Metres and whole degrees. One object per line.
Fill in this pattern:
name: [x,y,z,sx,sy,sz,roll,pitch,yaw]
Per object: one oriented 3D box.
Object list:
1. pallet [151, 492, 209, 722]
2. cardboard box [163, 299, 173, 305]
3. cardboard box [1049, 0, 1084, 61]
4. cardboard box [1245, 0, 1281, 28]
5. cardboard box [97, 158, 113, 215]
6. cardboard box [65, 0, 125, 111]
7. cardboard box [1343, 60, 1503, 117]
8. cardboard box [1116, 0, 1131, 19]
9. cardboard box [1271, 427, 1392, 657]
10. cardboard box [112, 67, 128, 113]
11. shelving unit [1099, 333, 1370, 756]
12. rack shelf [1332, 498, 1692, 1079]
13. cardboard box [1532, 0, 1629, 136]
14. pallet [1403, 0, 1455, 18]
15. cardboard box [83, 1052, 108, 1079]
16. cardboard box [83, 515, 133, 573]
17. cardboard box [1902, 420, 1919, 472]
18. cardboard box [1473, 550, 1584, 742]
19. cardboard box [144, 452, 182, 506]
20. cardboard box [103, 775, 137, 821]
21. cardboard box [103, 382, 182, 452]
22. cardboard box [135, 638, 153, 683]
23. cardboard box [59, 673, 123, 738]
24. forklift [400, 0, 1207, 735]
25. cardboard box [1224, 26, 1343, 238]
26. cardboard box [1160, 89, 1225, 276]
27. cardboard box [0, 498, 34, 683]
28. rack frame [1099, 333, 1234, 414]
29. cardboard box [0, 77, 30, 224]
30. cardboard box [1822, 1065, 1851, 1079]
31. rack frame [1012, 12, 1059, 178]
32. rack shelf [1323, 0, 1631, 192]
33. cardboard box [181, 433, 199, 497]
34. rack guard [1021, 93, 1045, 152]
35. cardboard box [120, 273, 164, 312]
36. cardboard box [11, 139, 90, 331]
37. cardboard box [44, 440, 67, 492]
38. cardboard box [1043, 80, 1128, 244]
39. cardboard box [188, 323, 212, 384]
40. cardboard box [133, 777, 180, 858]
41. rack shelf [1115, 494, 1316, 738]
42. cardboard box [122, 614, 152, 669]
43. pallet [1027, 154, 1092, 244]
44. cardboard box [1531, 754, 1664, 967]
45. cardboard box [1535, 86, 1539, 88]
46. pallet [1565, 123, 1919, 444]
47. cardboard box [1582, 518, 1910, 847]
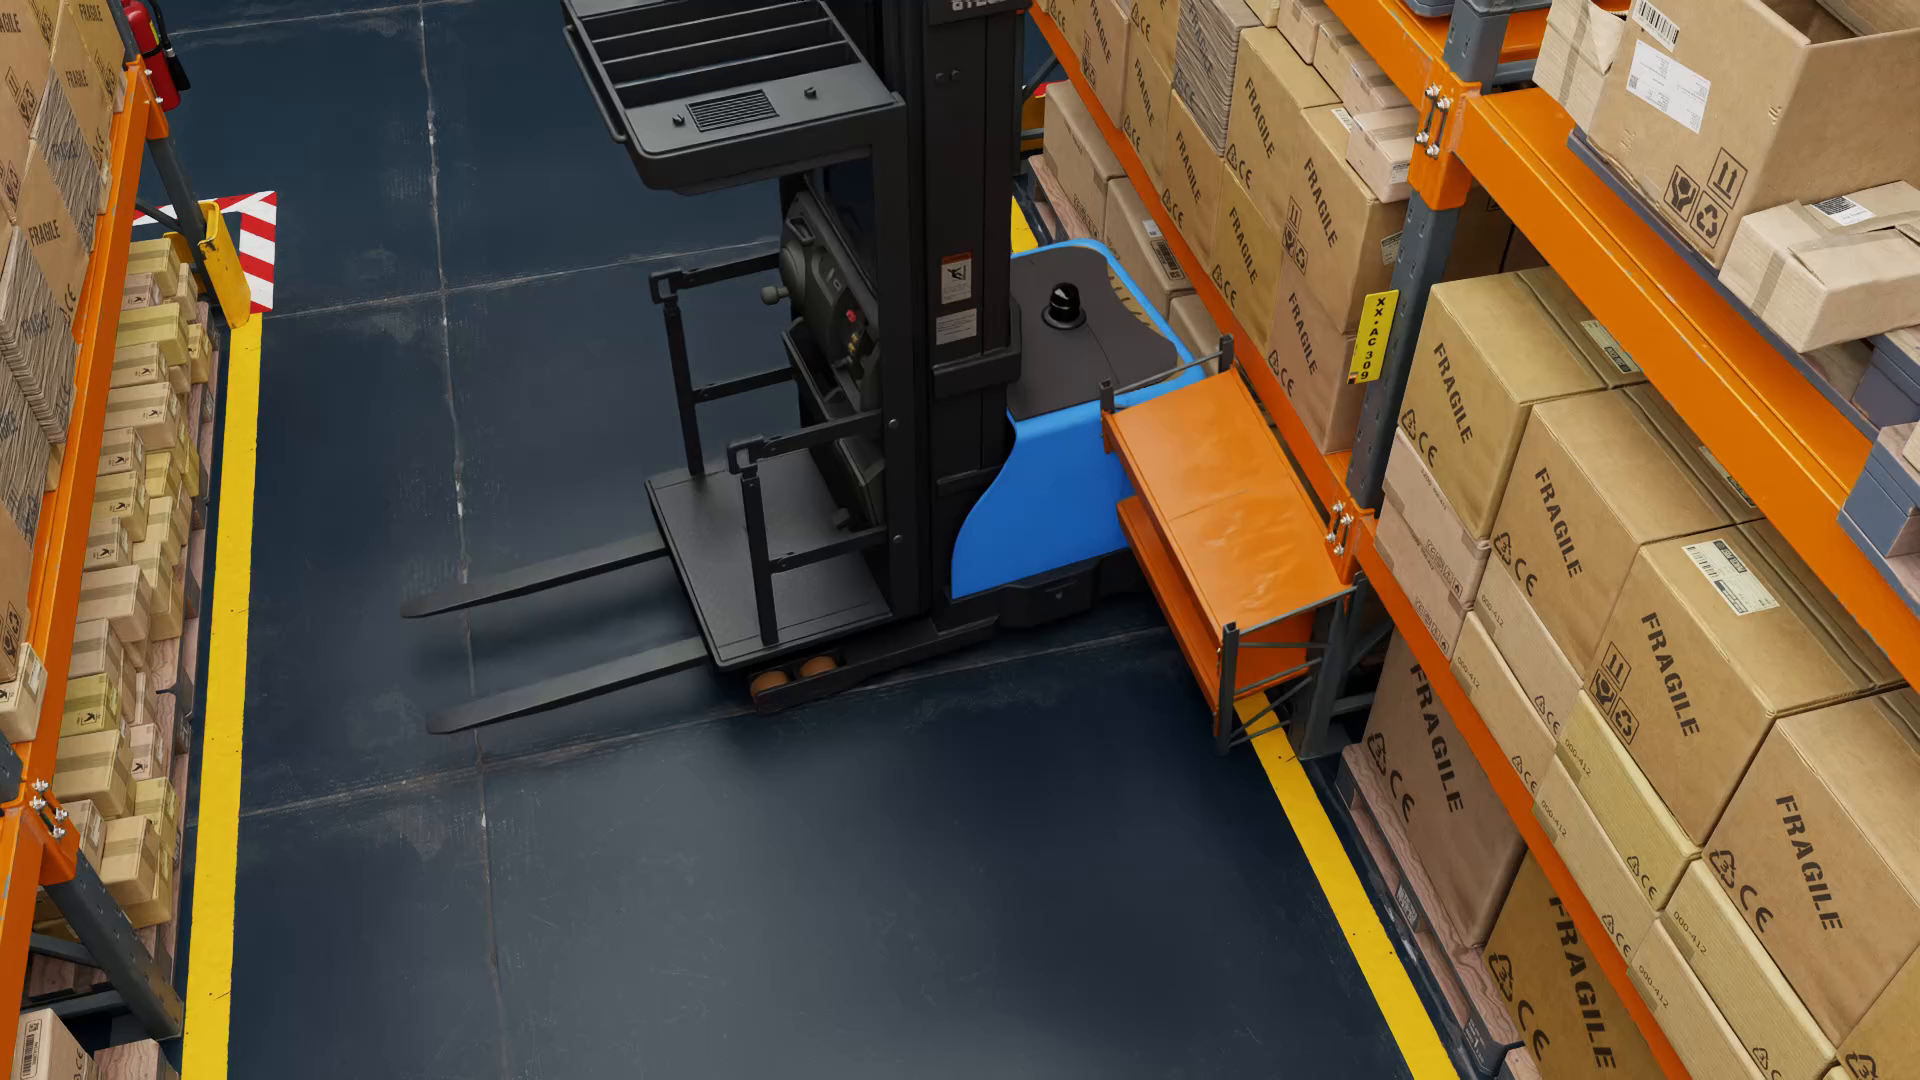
pallet: [-3.552,0.294,6.565,1.003,0.211,1.213,-11,47,-10]
cardboard box: [-3.628,-0.893,7.270,0.380,0.149,0.250,-12,47,-11]
cardboard box: [0.707,-2.424,7.206,0.500,0.500,0.500,-11,47,-11]
cardboard box: [1.145,-1.836,5.475,0.380,0.149,0.250,-11,47,-11]
cardboard box: [-3.503,-1.360,6.409,0.380,0.149,0.250,-10,46,-9]
cardboard box: [-3.690,-2.018,6.600,0.500,0.500,0.500,-10,46,-9]
cardboard box: [1.381,-1.324,4.974,0.380,0.149,0.250,-10,46,-9]
cardboard box: [0.832,-2.409,6.492,0.500,0.500,0.500,-11,47,-11]
cardboard box: [1.673,-0.059,6.458,0.875,0.438,0.875,-11,47,-11]
cardboard box: [-3.697,-1.881,6.920,0.380,0.149,0.250,-11,47,-10]
shelving unit: [0.959,0.054,6.030,0.538,1.125,1.048,-21,61,-4]
rack shelf: [2.242,1.277,4.153,1.077,0.370,4.000,-11,47,-10]
cardboard box: [1.519,-1.096,3.674,0.396,0.266,0.258,-11,47,-11]
pallet: [1.530,-1.941,4.765,1.003,0.211,1.213,-11,47,-10]
cardboard box: [-2.596,1.812,4.581,0.500,0.500,0.500,-12,47,-11]
cardboard box: [-3.268,0.080,6.108,0.380,0.149,0.250,-12,47,-12]
cardboard box: [1.859,-0.180,2.777,0.396,0.266,0.258,-7,46,-7]
cardboard box: [1.730,0.232,4.428,0.500,0.250,0.500,-10,46,-10]
cardboard box: [-3.315,-0.189,6.580,0.380,0.149,0.250,-9,46,-8]
cardboard box: [-2.965,0.899,5.513,0.380,0.149,0.250,-10,46,-10]
cardboard box: [-3.347,-0.475,6.652,0.380,0.149,0.250,-9,46,-9]
cardboard box: [-3.210,0.469,6.143,0.380,0.149,0.250,-13,47,-12]
cardboard box: [-3.043,0.620,5.579,0.380,0.149,0.250,-11,47,-11]
forklift: [-0.641,-0.798,5.730,3.031,2.935,1.130,-16,48,-15]
cardboard box: [1.220,-1.368,5.471,0.500,0.500,0.500,-11,47,-11]
cardboard box: [1.084,-1.363,6.166,0.500,0.500,0.500,-11,47,-11]
cardboard box: [-2.913,0.092,4.532,0.500,0.500,0.500,-11,47,-11]
rack frame: [0.781,-0.355,6.276,0.500,1.125,0.032,-21,61,-4]
cardboard box: [-3.286,-1.289,5.186,0.500,0.500,0.500,-12,47,-12]
cardboard box: [2.098,1.293,3.389,0.500,0.250,0.500,-12,47,-11]
rack frame: [0.706,-3.117,7.955,1.000,3.000,0.127,-11,47,-10]
rack shelf: [1.218,-2.534,5.788,1.077,0.370,4.000,-11,47,-10]
cardboard box: [-3.367,-0.276,6.873,0.380,0.149,0.250,-13,47,-12]
rack guard: [0.700,-2.259,8.864,1.175,0.500,0.348,-11,47,-10]
cardboard box: [-3.664,-0.997,7.163,0.380,0.149,0.250,-10,46,-10]
cardboard box: [-3.306,-0.967,5.570,0.500,0.500,0.500,-9,46,-8]
cardboard box: [-3.108,-0.262,5.333,0.380,0.149,0.250,-10,46,-10]
cardboard box: [0.971,-1.930,8.292,0.875,0.438,0.875,-12,47,-12]
cardboard box: [-3.553,-0.807,7.394,0.380,0.149,0.250,-9,46,-9]
cardboard box: [-2.880,0.976,5.646,0.380,0.149,0.250,-9,46,-9]
rack shelf: [0.986,0.170,6.244,0.538,0.278,1.000,-21,61,-4]
cardboard box: [-3.176,0.356,6.045,0.380,0.149,0.250,-9,46,-8]
pallet: [0.986,-1.603,8.424,1.003,0.211,1.213,-11,47,-10]
cardboard box: [1.837,0.763,4.258,0.500,0.250,0.500,-11,47,-11]
cardboard box: [1.900,-1.233,4.885,0.380,0.149,0.250,-11,47,-11]
pallet: [2.012,-0.715,3.635,0.805,0.209,1.217,-12,47,-12]
cardboard box: [1.847,0.309,3.828,0.500,0.500,0.500,-12,47,-11]
